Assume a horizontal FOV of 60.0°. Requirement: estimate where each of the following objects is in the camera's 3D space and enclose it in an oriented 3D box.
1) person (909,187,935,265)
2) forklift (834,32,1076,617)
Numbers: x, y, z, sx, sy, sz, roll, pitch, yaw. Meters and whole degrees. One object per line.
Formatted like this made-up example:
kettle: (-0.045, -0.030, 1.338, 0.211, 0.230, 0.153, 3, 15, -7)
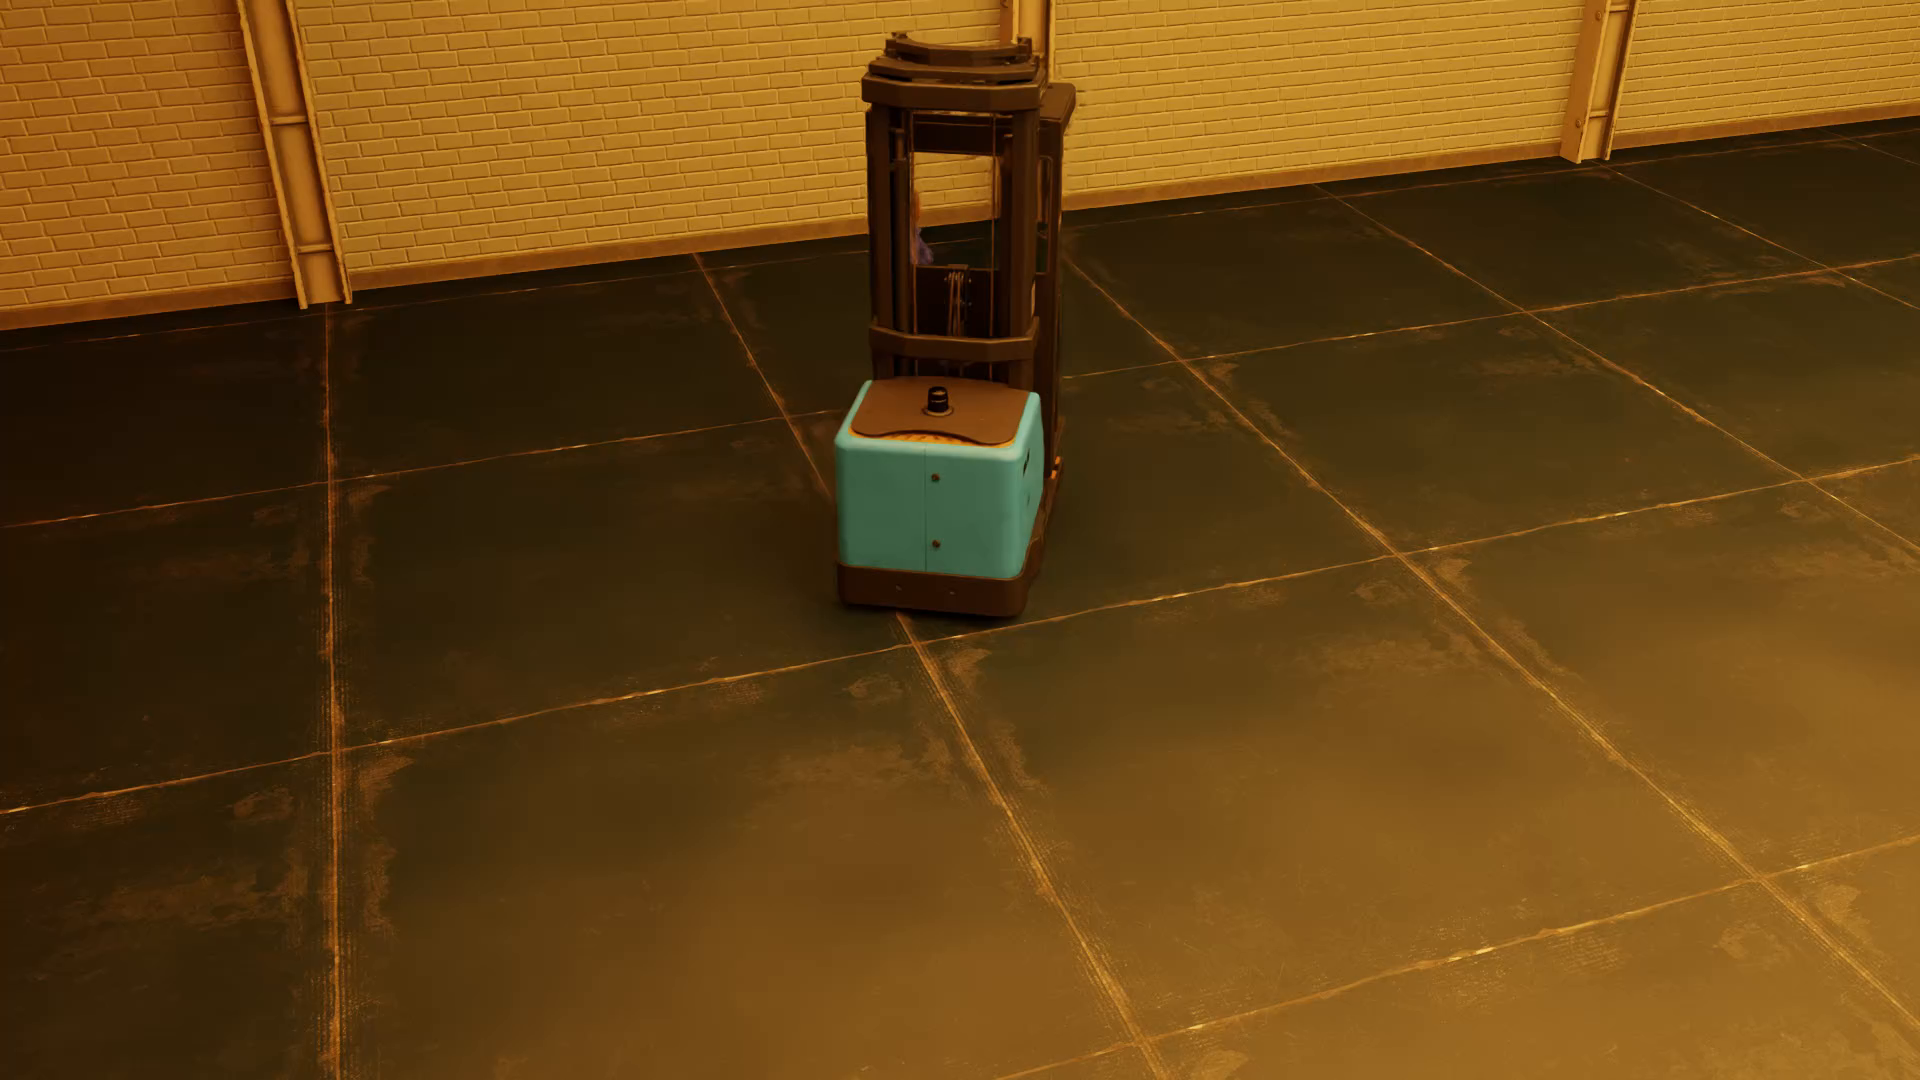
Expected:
person: (-0.252, -1.568, 11.148, 0.701, 1.611, 0.571, -12, 32, -20)
forklift: (0.065, -1.563, 9.804, 1.130, 2.935, 3.031, 5, 30, 8)
